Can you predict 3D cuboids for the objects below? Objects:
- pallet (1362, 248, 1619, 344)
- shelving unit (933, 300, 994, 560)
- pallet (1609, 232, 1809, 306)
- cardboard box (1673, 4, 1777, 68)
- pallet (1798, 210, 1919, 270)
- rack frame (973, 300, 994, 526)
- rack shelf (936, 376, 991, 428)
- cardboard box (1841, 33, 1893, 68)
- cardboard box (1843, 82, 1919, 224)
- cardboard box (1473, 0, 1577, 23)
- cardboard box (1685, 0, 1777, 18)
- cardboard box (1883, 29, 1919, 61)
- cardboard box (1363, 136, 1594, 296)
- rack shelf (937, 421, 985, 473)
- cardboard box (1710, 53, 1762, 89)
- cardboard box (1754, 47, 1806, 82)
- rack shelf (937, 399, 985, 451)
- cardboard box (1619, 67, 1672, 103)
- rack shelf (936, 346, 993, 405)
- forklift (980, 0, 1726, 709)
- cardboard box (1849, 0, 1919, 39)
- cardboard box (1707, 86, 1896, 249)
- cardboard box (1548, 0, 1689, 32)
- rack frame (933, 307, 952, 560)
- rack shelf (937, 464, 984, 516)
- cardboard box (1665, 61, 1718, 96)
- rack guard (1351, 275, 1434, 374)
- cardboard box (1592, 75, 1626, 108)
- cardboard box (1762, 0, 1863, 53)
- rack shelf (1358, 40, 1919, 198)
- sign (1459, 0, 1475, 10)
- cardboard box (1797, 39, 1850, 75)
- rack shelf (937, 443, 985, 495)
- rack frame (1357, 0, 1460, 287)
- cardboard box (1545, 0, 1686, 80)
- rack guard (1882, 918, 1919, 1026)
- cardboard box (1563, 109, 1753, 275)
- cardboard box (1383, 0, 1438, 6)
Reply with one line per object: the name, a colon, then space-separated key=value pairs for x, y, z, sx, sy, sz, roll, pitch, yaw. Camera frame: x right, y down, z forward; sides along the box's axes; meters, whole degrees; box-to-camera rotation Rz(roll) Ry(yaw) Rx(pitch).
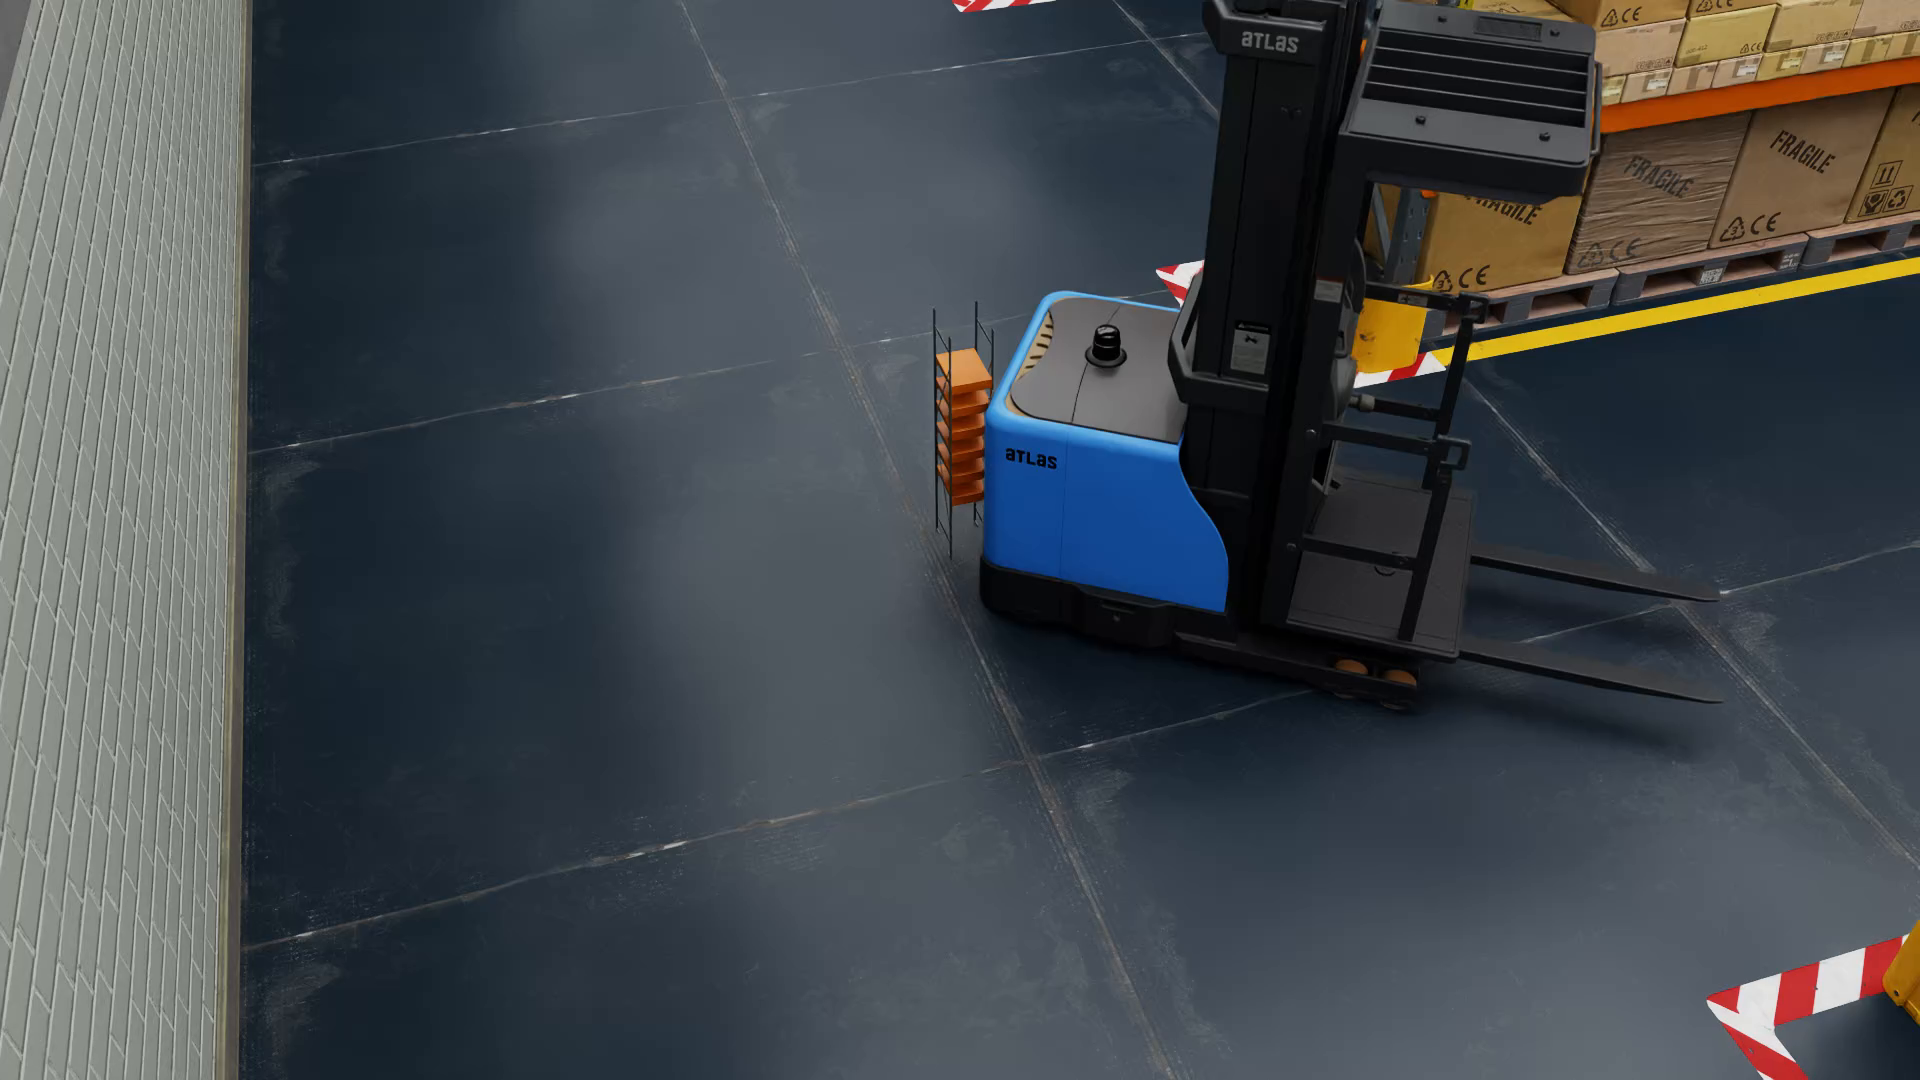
pallet: x=2.819 y=-1.539 z=9.201 sx=1.213 sy=0.211 sz=1.003 roll=-12 pitch=42 yaw=-13
shelving unit: x=0.014 y=-0.455 z=7.208 sx=0.189 sy=1.200 sz=0.258 roll=-12 pitch=42 yaw=-13
pallet: x=3.981 y=-1.778 z=9.474 sx=1.213 sy=0.211 sz=1.003 roll=-12 pitch=42 yaw=-13
cardboard box: x=3.593 y=-2.567 z=8.146 sx=0.500 sy=0.250 sz=0.500 roll=-13 pitch=43 yaw=-14
pallet: x=5.146 y=-2.022 z=9.753 sx=1.213 sy=0.211 sz=1.003 roll=-12 pitch=42 yaw=-13
rack frame: x=0.101 y=-0.473 z=7.229 sx=0.006 sy=1.200 sz=0.240 roll=-12 pitch=42 yaw=-13
rack shelf: x=0.014 y=-0.602 z=7.079 sx=0.180 sy=0.103 sz=0.258 roll=-12 pitch=42 yaw=-13
cardboard box: x=4.477 y=-2.558 z=8.439 sx=0.250 sy=0.149 sz=0.380 roll=-12 pitch=43 yaw=-14
cardboard box: x=5.242 y=-2.451 z=9.421 sx=0.875 sy=0.875 sz=0.875 roll=-12 pitch=42 yaw=-13
cardboard box: x=2.619 y=-2.363 z=7.913 sx=0.500 sy=0.250 sz=0.500 roll=-13 pitch=43 yaw=-14
cardboard box: x=3.588 y=-2.851 z=7.901 sx=0.500 sy=0.500 sz=0.500 roll=-13 pitch=43 yaw=-14
cardboard box: x=4.721 y=-2.609 z=8.497 sx=0.250 sy=0.149 sz=0.380 roll=-11 pitch=42 yaw=-12
cardboard box: x=2.666 y=-1.917 z=8.810 sx=0.875 sy=0.875 sz=0.875 roll=-12 pitch=42 yaw=-13
rack shelf: x=0.014 y=-0.421 z=7.237 sx=0.180 sy=0.103 sz=0.258 roll=-12 pitch=42 yaw=-13
cardboard box: x=3.743 y=-2.407 z=8.265 sx=0.250 sy=0.149 sz=0.380 roll=-12 pitch=43 yaw=-14
cardboard box: x=3.984 y=-2.456 z=8.322 sx=0.250 sy=0.149 sz=0.380 roll=-13 pitch=43 yaw=-14
rack shelf: x=0.014 y=-0.512 z=7.158 sx=0.180 sy=0.103 sz=0.258 roll=-12 pitch=42 yaw=-13
cardboard box: x=3.254 y=-2.306 z=8.150 sx=0.250 sy=0.149 sz=0.380 roll=-12 pitch=43 yaw=-14
rack shelf: x=0.014 y=-0.692 z=7.000 sx=0.180 sy=0.103 sz=0.258 roll=-12 pitch=42 yaw=-13
forklift: x=1.661 y=-0.804 z=6.292 sx=3.031 sy=2.935 sz=1.130 roll=12 pitch=42 yaw=13
cardboard box: x=4.573 y=-2.772 z=8.380 sx=0.500 sy=0.250 sz=0.500 roll=-11 pitch=42 yaw=-12
cardboard box: x=4.383 y=-2.273 z=9.217 sx=0.875 sy=0.875 sz=0.875 roll=-12 pitch=42 yaw=-13
cardboard box: x=3.096 y=-2.745 z=7.779 sx=0.500 sy=0.500 sz=0.500 roll=-13 pitch=43 yaw=-14
rack frame: x=-0.073 y=-0.437 z=7.187 sx=0.006 sy=1.200 sz=0.240 roll=-12 pitch=42 yaw=-13
rack shelf: x=0.014 y=-0.241 z=7.395 sx=0.180 sy=0.103 sz=0.258 roll=-12 pitch=42 yaw=-13
cardboard box: x=3.497 y=-2.355 z=8.206 sx=0.250 sy=0.149 sz=0.380 roll=-12 pitch=43 yaw=-14
rack guard: x=2.057 y=-1.436 z=8.864 sx=0.348 sy=0.500 sz=1.175 roll=-12 pitch=42 yaw=-13
cardboard box: x=3.006 y=-2.253 z=8.090 sx=0.250 sy=0.149 sz=0.380 roll=-13 pitch=43 yaw=-14
cardboard box: x=4.089 y=-2.674 z=8.268 sx=0.500 sy=0.250 sz=0.500 roll=-12 pitch=43 yaw=-14
rack shelf: x=3.988 y=-2.507 z=8.736 sx=4.000 sy=0.370 sz=1.077 roll=-12 pitch=42 yaw=-13
sign: x=2.241 y=-2.389 z=7.336 sx=0.005 sy=0.325 sz=0.100 roll=-12 pitch=42 yaw=-13
cardboard box: x=4.234 y=-2.509 z=8.382 sx=0.250 sy=0.149 sz=0.380 roll=-11 pitch=42 yaw=-12
rack shelf: x=0.014 y=-0.331 z=7.316 sx=0.180 sy=0.103 sz=0.258 roll=-12 pitch=42 yaw=-13
rack frame: x=2.080 y=-2.382 z=8.047 sx=0.127 sy=3.000 sz=1.000 roll=-12 pitch=42 yaw=-13
cardboard box: x=3.113 y=-2.470 z=8.035 sx=0.500 sy=0.250 sz=0.500 roll=-12 pitch=43 yaw=-14
rack guard: x=3.549 y=1.680 z=5.297 sx=0.348 sy=0.500 sz=1.175 roll=-12 pitch=42 yaw=-13
cardboard box: x=3.534 y=-2.097 z=9.016 sx=0.875 sy=0.875 sz=0.875 roll=-12 pitch=42 yaw=-13
cardboard box: x=2.462 y=-2.700 z=8.298 sx=0.500 sy=0.250 sz=0.500 roll=-12 pitch=43 yaw=-14
